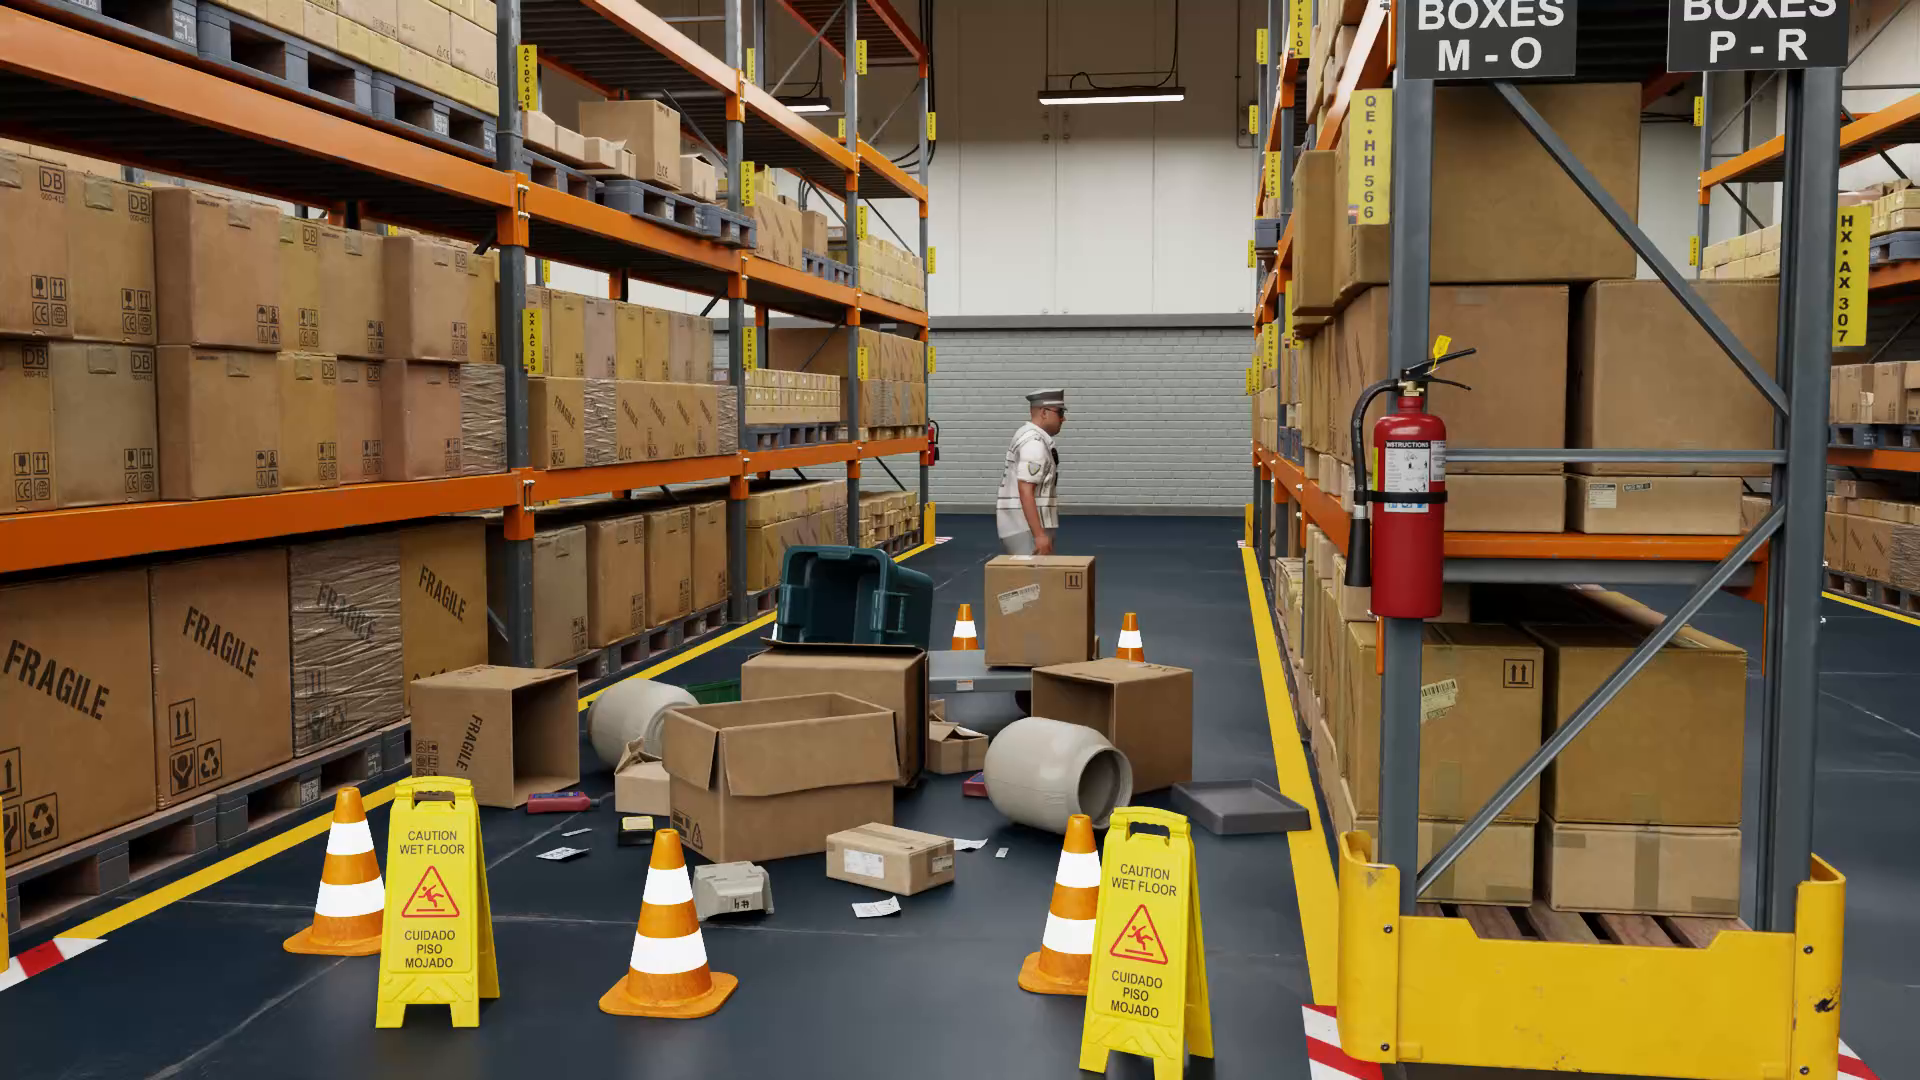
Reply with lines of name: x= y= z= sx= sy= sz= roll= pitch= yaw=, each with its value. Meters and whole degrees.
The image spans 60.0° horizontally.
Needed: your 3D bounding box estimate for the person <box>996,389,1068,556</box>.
person: x=0.440 y=-0.035 z=10.035 sx=0.435 sy=1.749 sz=0.605 roll=0 pitch=4 yaw=6
